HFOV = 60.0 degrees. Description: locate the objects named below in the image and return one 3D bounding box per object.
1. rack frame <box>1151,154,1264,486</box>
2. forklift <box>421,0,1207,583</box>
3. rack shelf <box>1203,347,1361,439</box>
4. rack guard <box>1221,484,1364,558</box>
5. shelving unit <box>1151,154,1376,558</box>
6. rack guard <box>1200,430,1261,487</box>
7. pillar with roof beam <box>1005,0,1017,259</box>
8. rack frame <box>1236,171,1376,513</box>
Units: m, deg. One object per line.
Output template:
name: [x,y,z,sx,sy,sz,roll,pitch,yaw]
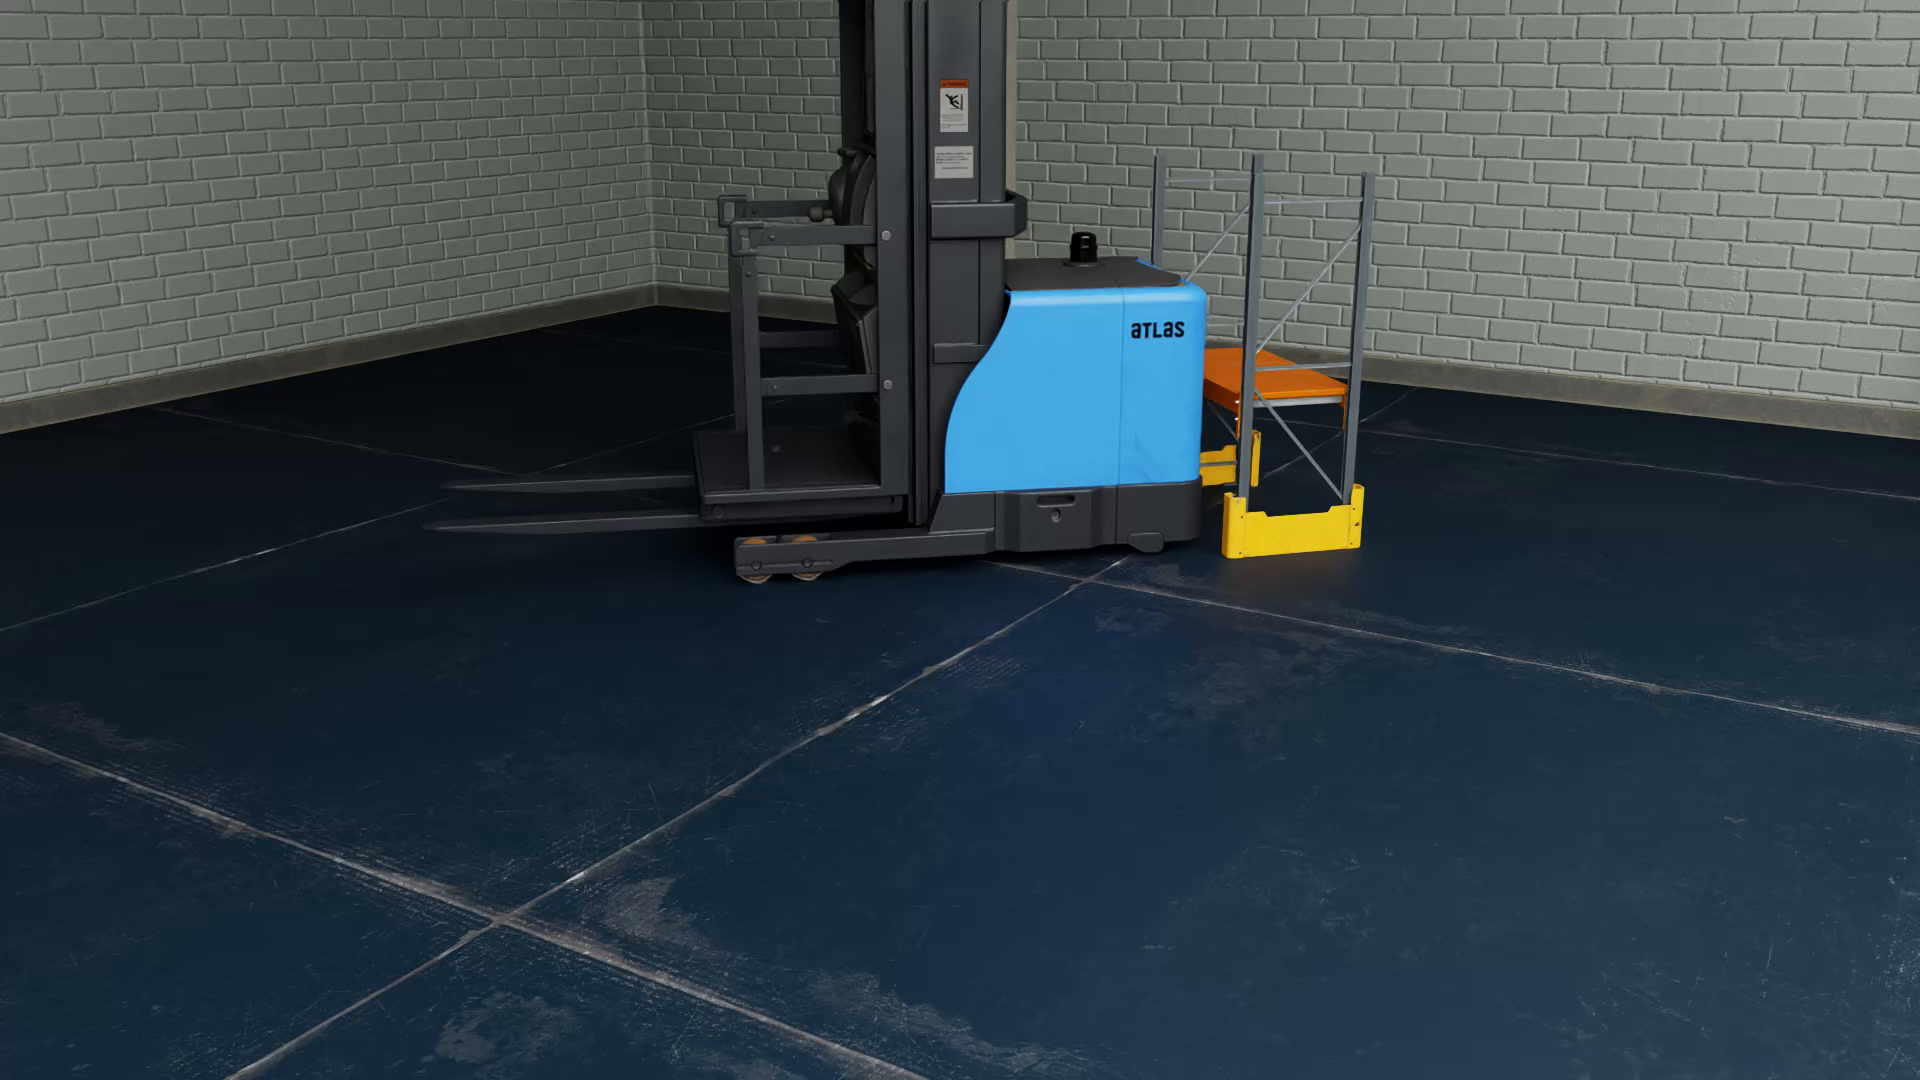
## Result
rack frame: [1.087,-0.962,7.469,0.500,1.500,0.032,-4,17,-14]
forklift: [-0.596,-1.405,6.465,3.031,2.935,1.130,-3,17,-10]
rack shelf: [1.216,-0.647,7.050,0.538,0.185,1.000,-4,17,-14]
rack guard: [1.344,-0.079,6.710,0.587,0.250,0.087,-4,17,-14]
shelving unit: [1.218,-0.817,6.990,0.587,1.500,1.083,-4,17,-14]
rack guard: [1.092,-0.359,7.632,0.587,0.250,0.087,-4,17,-14]
pillar with roof beam: [-2.133,-4.577,6.465,0.400,9.000,9.100,10,20,30]
rack frame: [1.344,-0.676,6.527,0.500,1.500,0.032,-4,17,-14]
